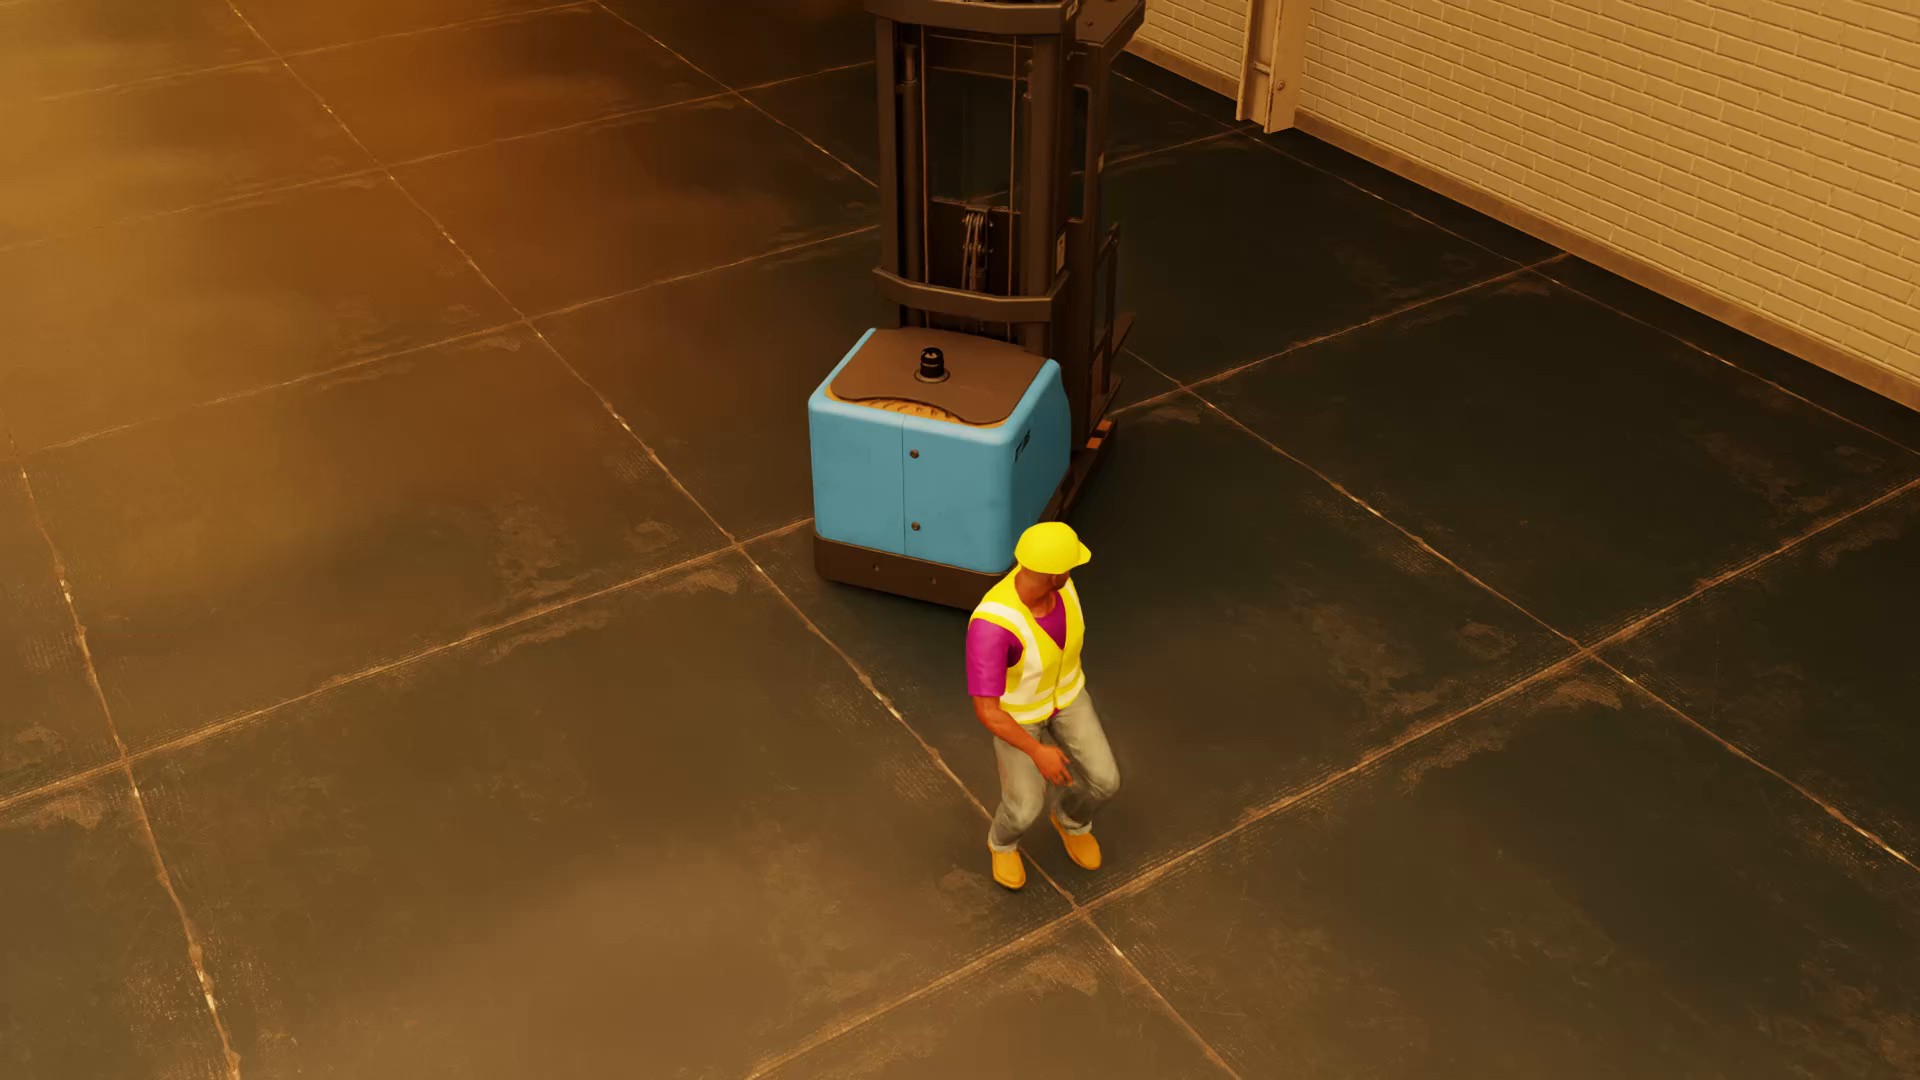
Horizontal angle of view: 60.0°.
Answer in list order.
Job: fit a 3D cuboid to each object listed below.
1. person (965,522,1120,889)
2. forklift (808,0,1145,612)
[{"bbox_3d":[0.302,0.628,6.358,0.753,1.712,0.753,-21,40,-27],"label":"person"},{"bbox_3d":[0.251,-1.680,8.539,1.130,2.935,3.031,12,37,16],"label":"forklift"}]
